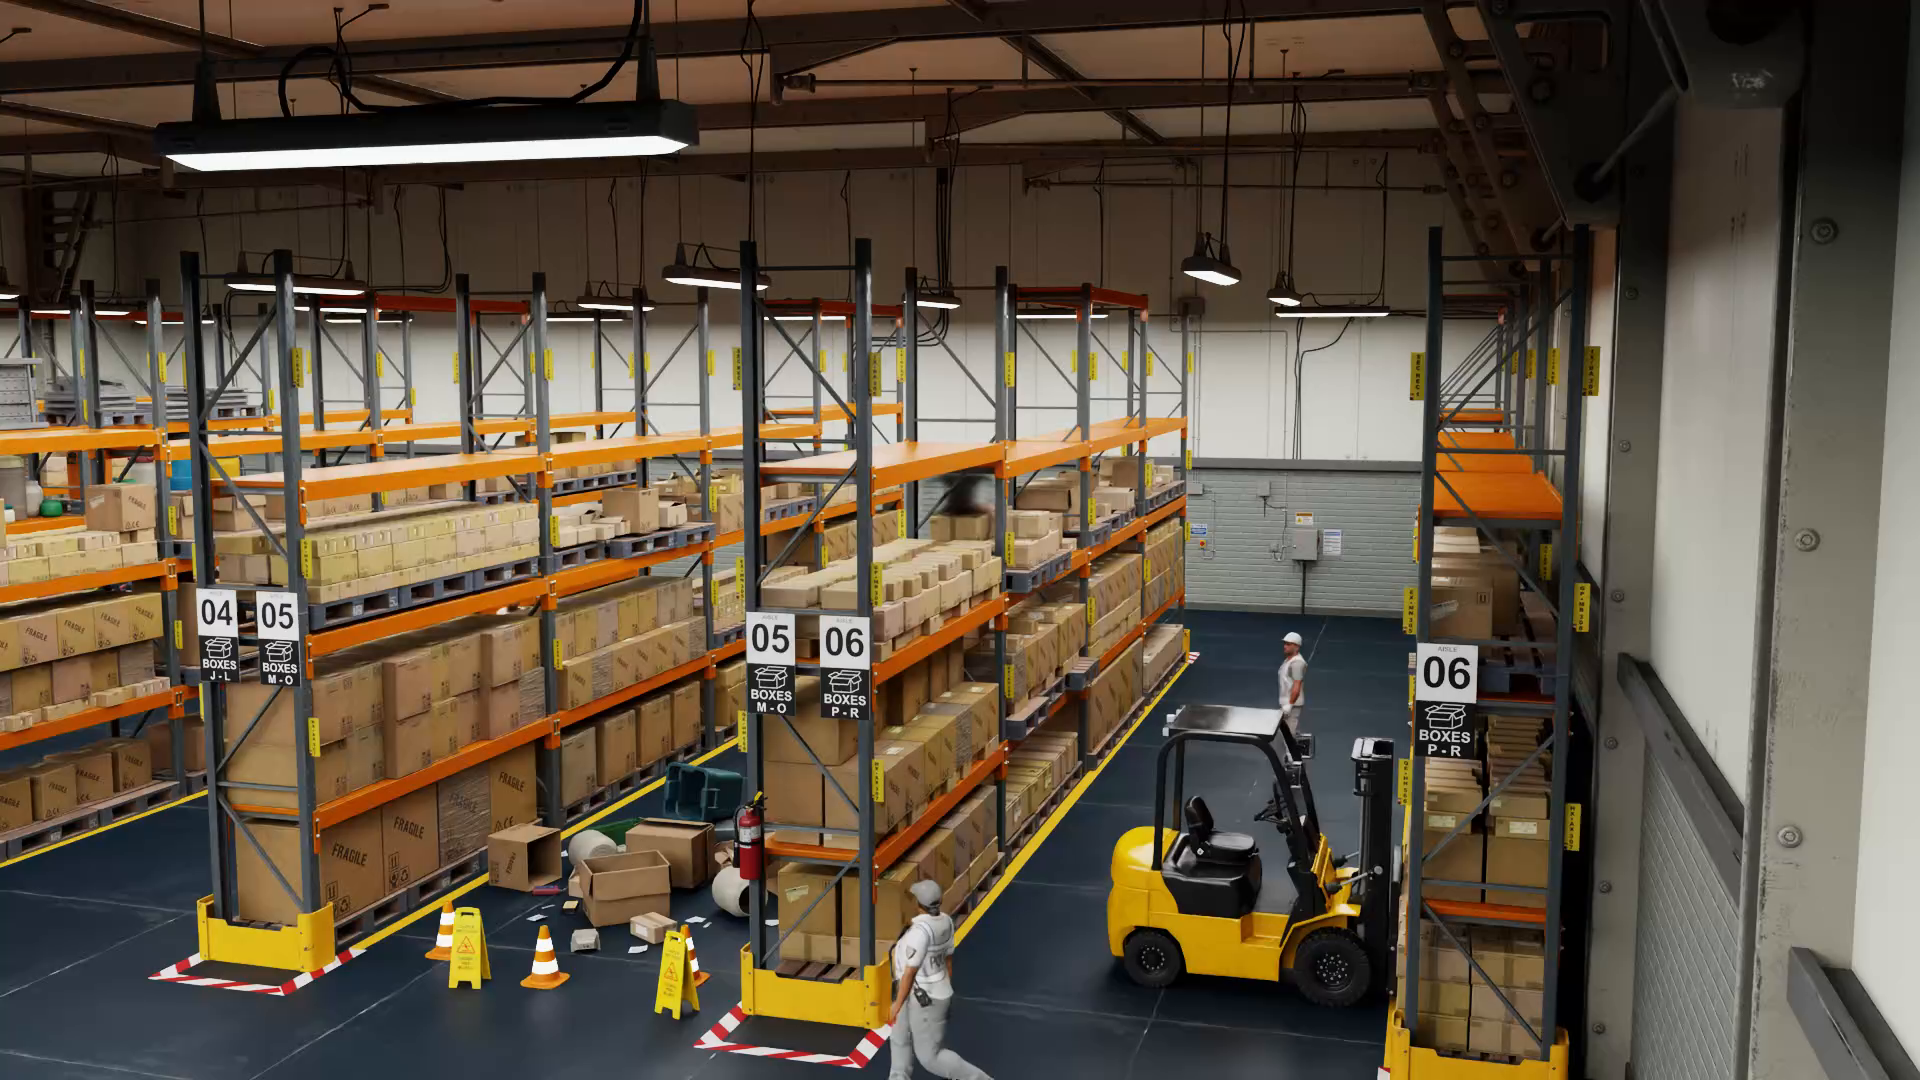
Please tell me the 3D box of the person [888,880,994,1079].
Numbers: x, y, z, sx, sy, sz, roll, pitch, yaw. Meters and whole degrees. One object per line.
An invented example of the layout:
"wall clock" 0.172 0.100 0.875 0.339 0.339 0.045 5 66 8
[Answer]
"person" -0.209 3.090 11.276 0.880 1.633 0.467 -1 6 -5

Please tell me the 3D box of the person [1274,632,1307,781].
"person" 4.013 2.015 20.154 0.357 1.788 0.583 1 7 13

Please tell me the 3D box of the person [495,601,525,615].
"person" -6.544 1.595 24.355 0.777 1.746 1.001 2 7 17
